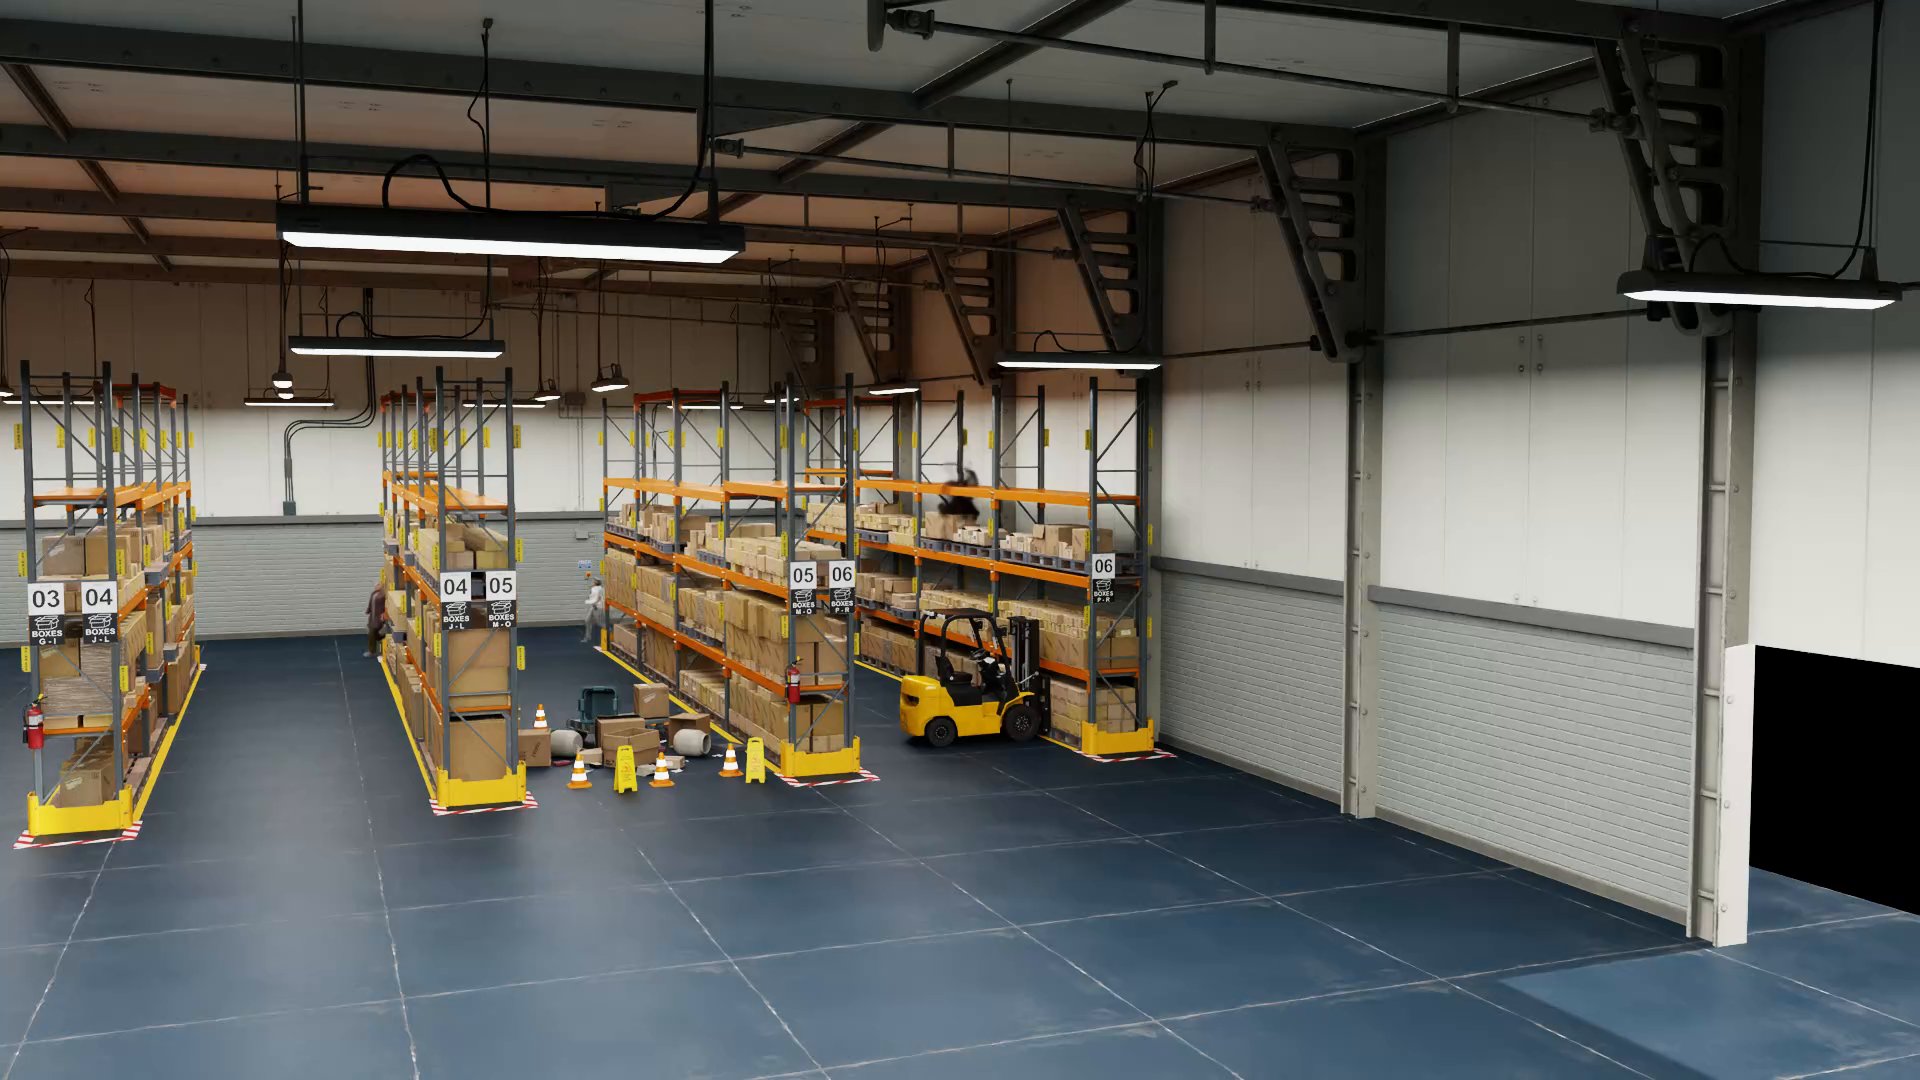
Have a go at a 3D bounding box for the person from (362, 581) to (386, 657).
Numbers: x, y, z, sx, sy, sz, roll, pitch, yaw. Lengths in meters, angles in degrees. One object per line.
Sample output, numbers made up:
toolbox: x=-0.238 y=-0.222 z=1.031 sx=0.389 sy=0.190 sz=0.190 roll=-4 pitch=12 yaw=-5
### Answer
person: x=-13.458 y=1.815 z=38.590 sx=0.746 sy=1.750 sz=0.837 roll=2 pitch=4 yaw=31

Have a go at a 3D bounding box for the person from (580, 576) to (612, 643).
person: x=-8.919 y=1.716 z=40.791 sx=0.829 sy=1.682 sz=0.627 roll=-1 pitch=3 yaw=-9
